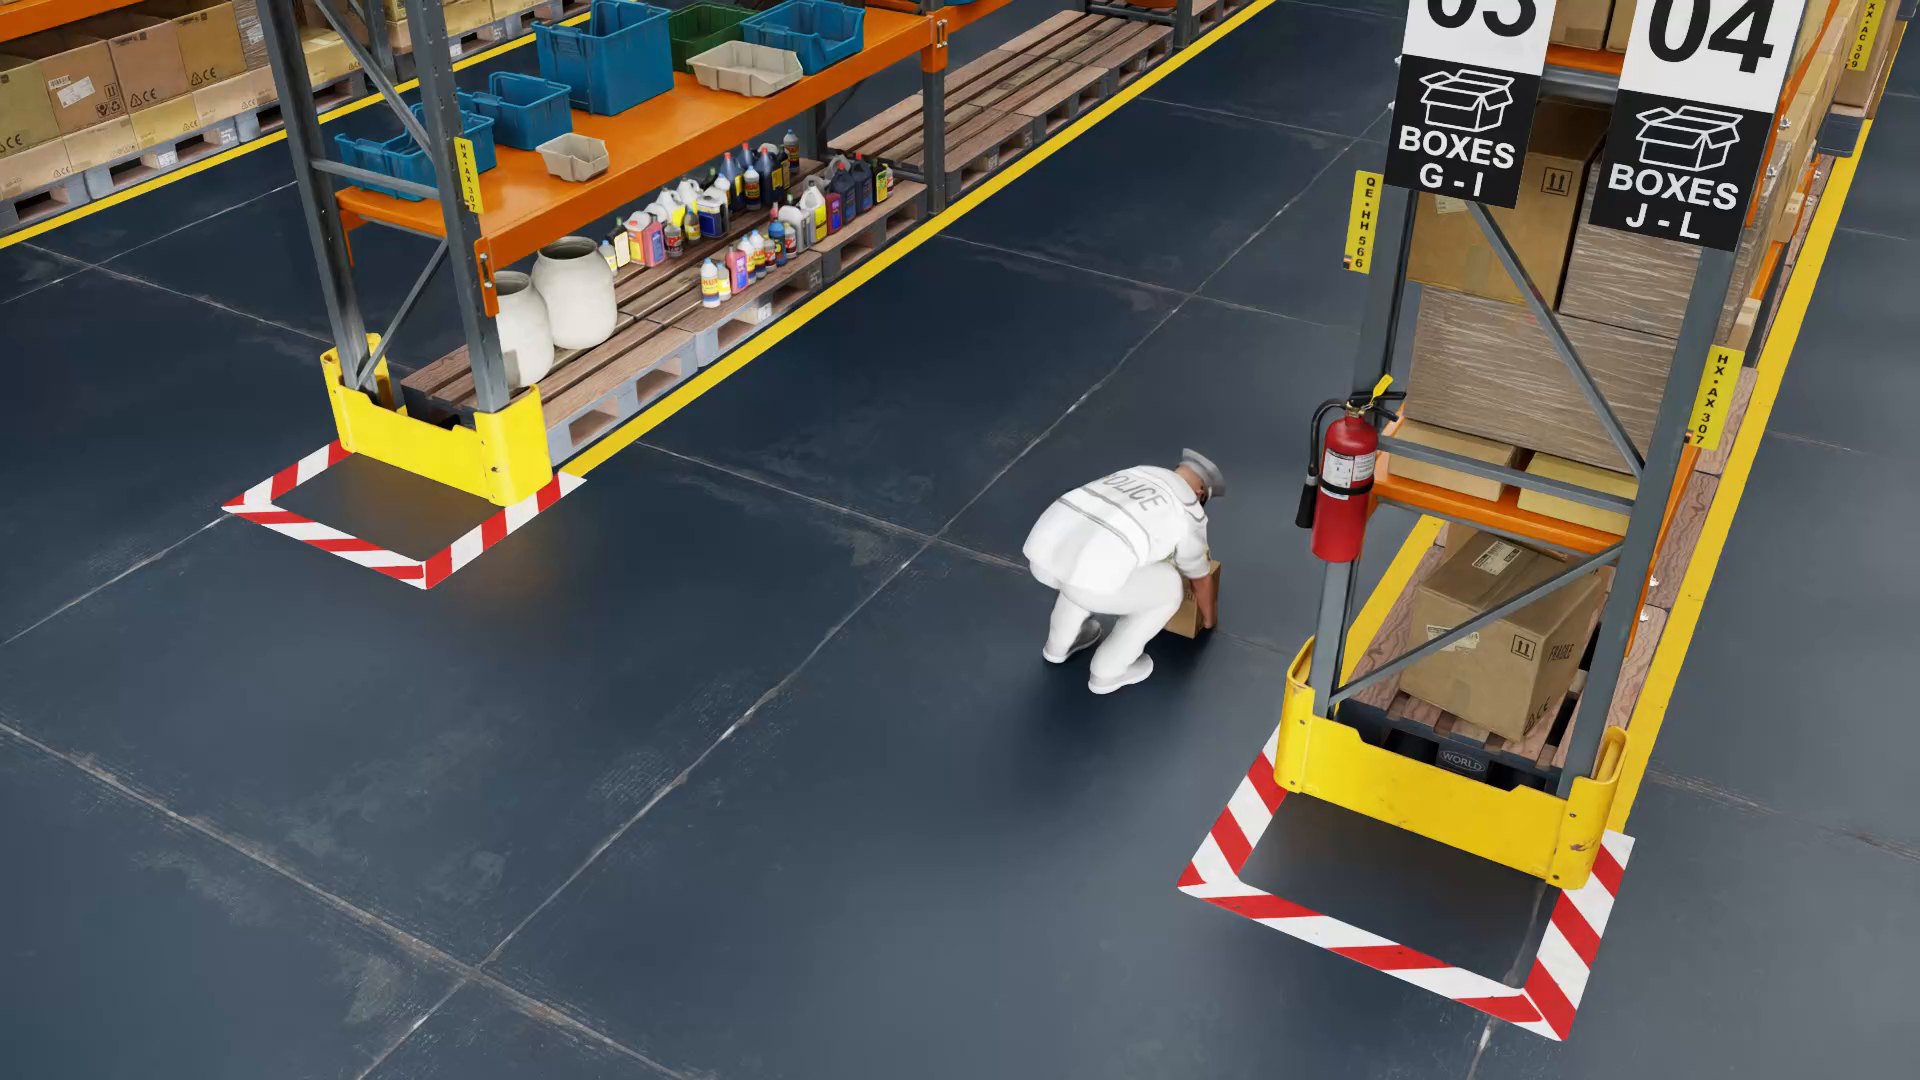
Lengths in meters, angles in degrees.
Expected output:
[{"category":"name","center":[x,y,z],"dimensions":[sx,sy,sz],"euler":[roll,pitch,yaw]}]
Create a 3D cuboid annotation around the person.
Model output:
[{"category":"person","center":[0.700,0.103,6.817],"dimensions":[1.031,0.862,0.537],"euler":[-27,43,-34]}]
